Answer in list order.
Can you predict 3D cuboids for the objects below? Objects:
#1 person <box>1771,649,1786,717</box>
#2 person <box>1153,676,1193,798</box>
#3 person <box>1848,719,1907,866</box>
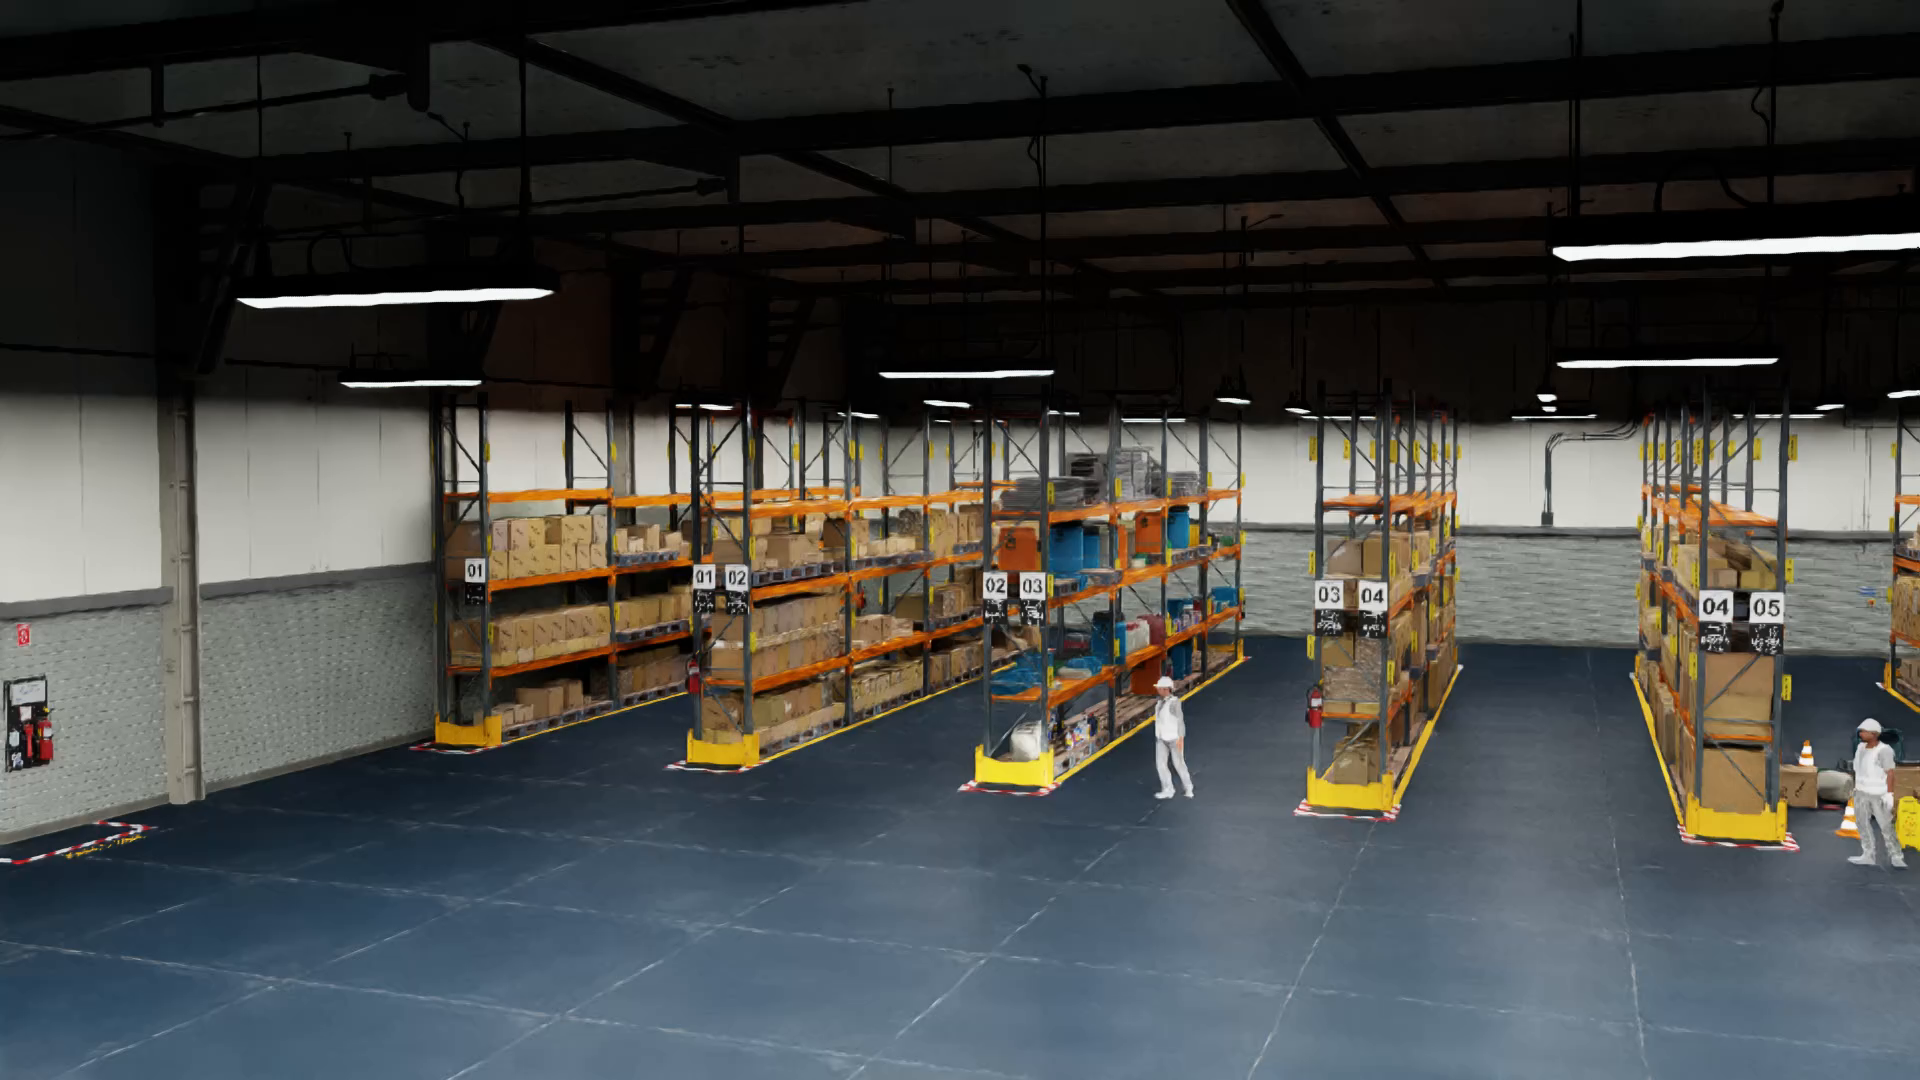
[{"bbox_3d":[15.390,2.423,31.450,0.514,1.781,0.638,-1,3,-11],"label":"person"},{"bbox_3d":[3.084,2.845,24.064,0.562,1.761,0.569,-2,4,-33],"label":"person"},{"bbox_3d":[11.103,3.050,20.130,0.548,1.779,0.655,-1,3,-11],"label":"person"}]
